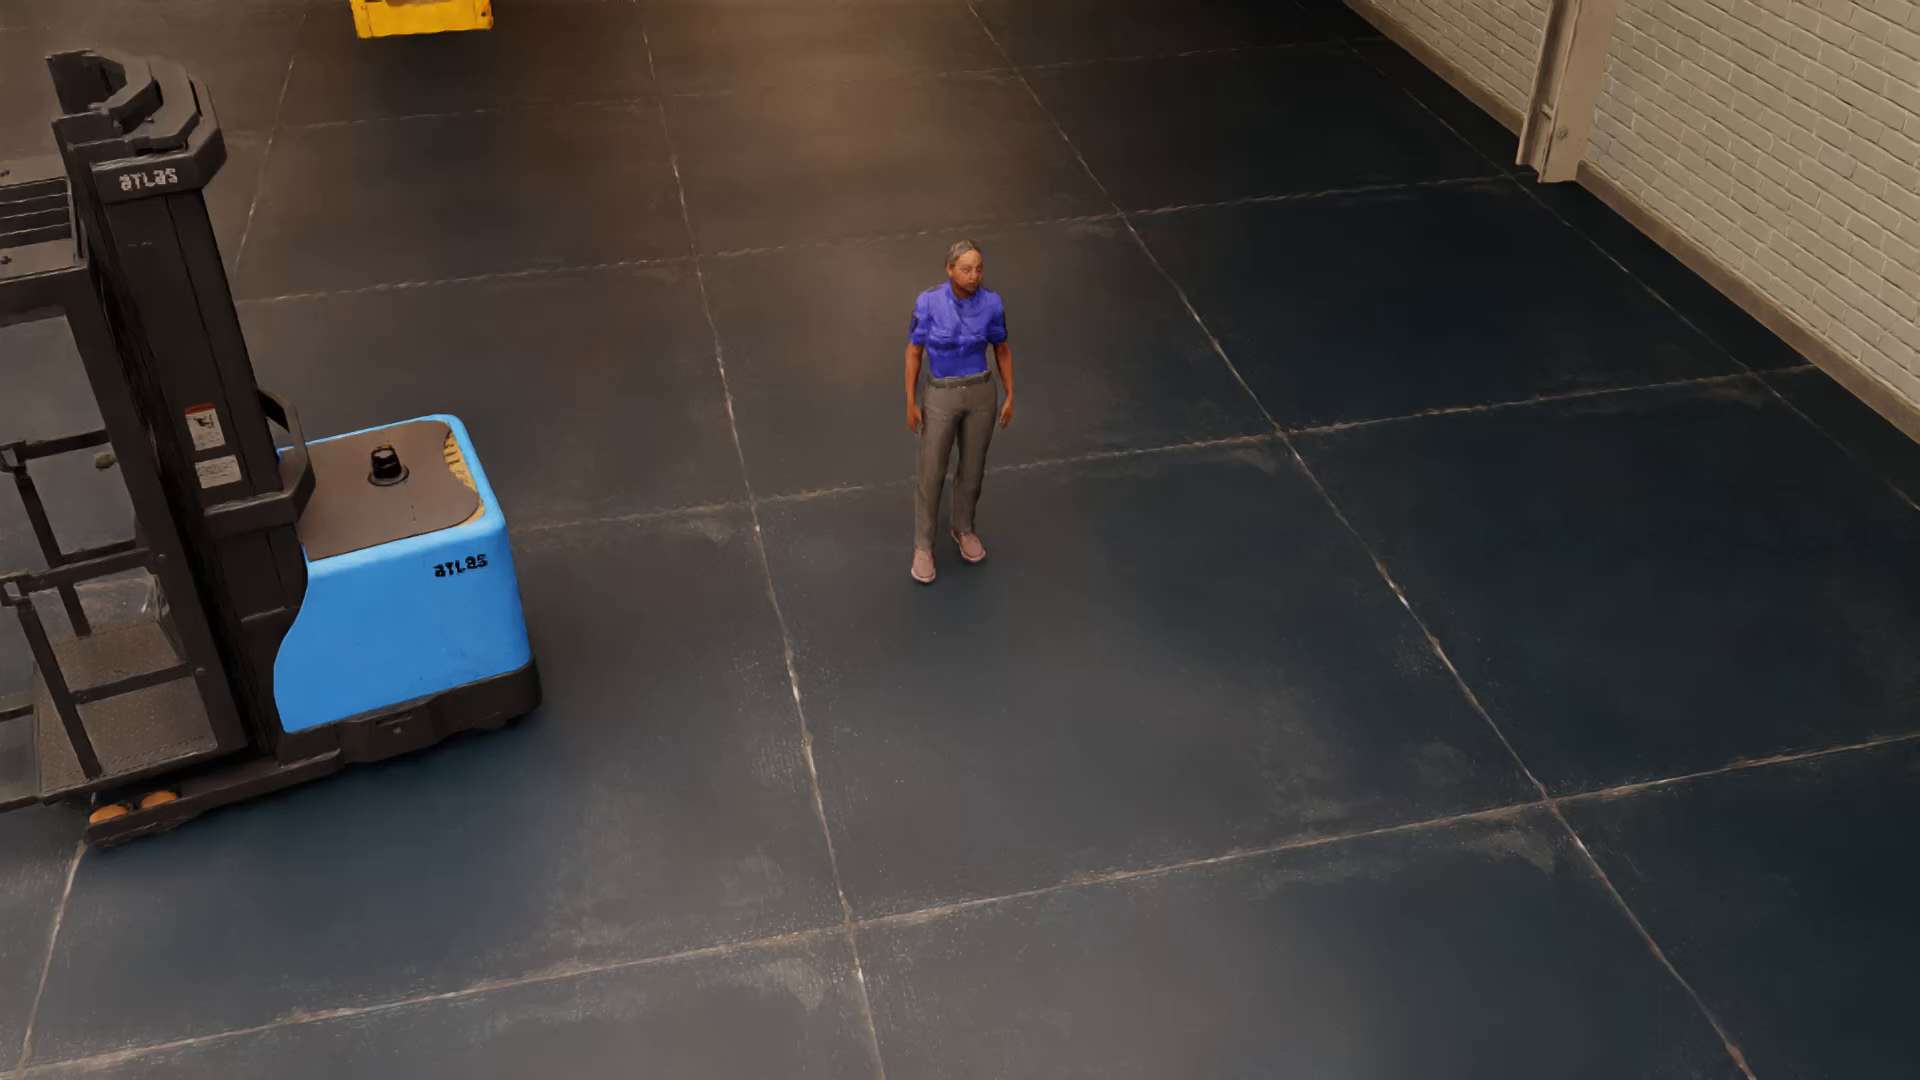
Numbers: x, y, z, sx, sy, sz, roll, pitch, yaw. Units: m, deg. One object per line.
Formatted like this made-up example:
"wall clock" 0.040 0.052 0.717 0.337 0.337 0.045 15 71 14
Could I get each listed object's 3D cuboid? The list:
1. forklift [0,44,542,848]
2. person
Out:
"forklift" -3.432 -0.289 6.452 3.031 2.935 1.130 -15 39 -20
"person" 0.001 -0.625 7.999 0.570 1.654 0.503 -8 36 -11
